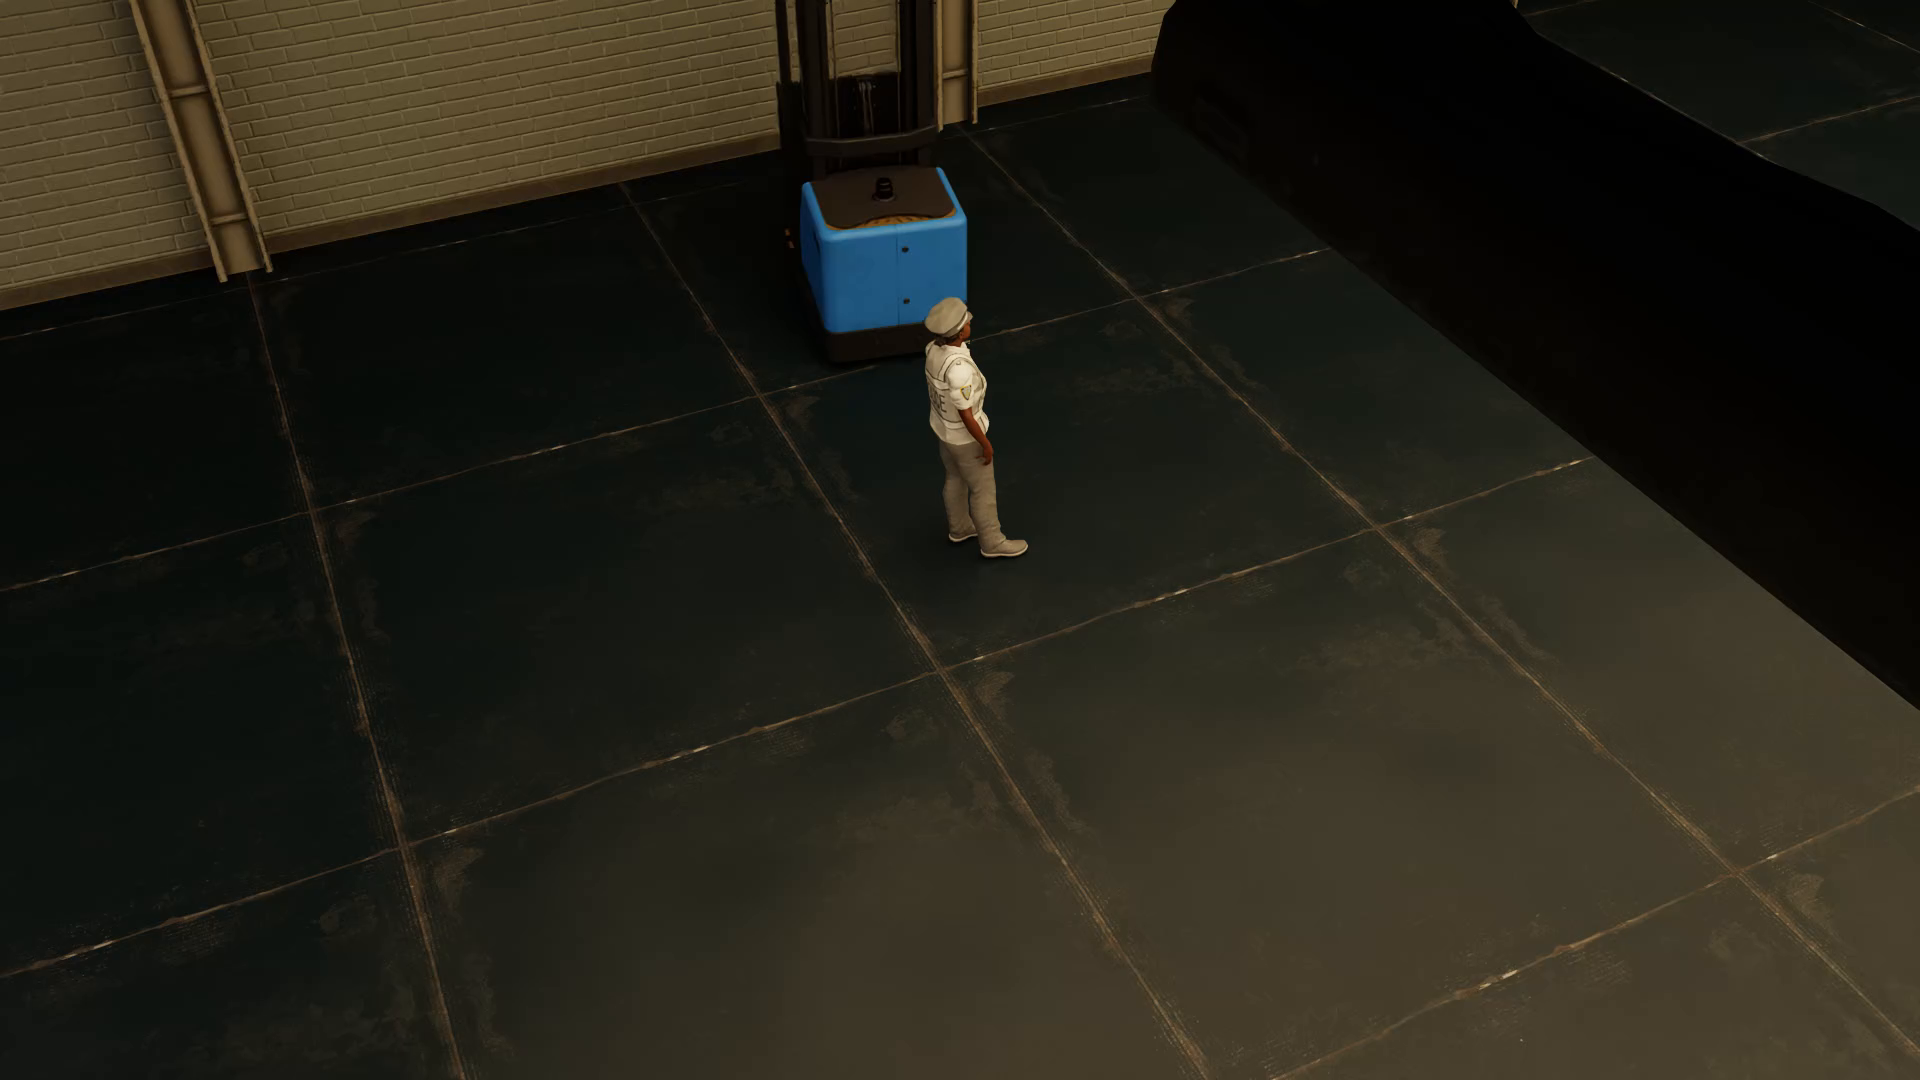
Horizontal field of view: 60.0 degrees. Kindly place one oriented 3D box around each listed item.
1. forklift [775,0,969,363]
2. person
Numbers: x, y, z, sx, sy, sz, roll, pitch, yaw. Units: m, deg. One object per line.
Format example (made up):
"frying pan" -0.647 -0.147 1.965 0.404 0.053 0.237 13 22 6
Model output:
"forklift" -0.782 -3.324 11.999 1.130 2.935 3.031 -9 41 -10
"person" 0.076 -0.666 9.767 0.528 1.697 0.570 -17 43 -19
